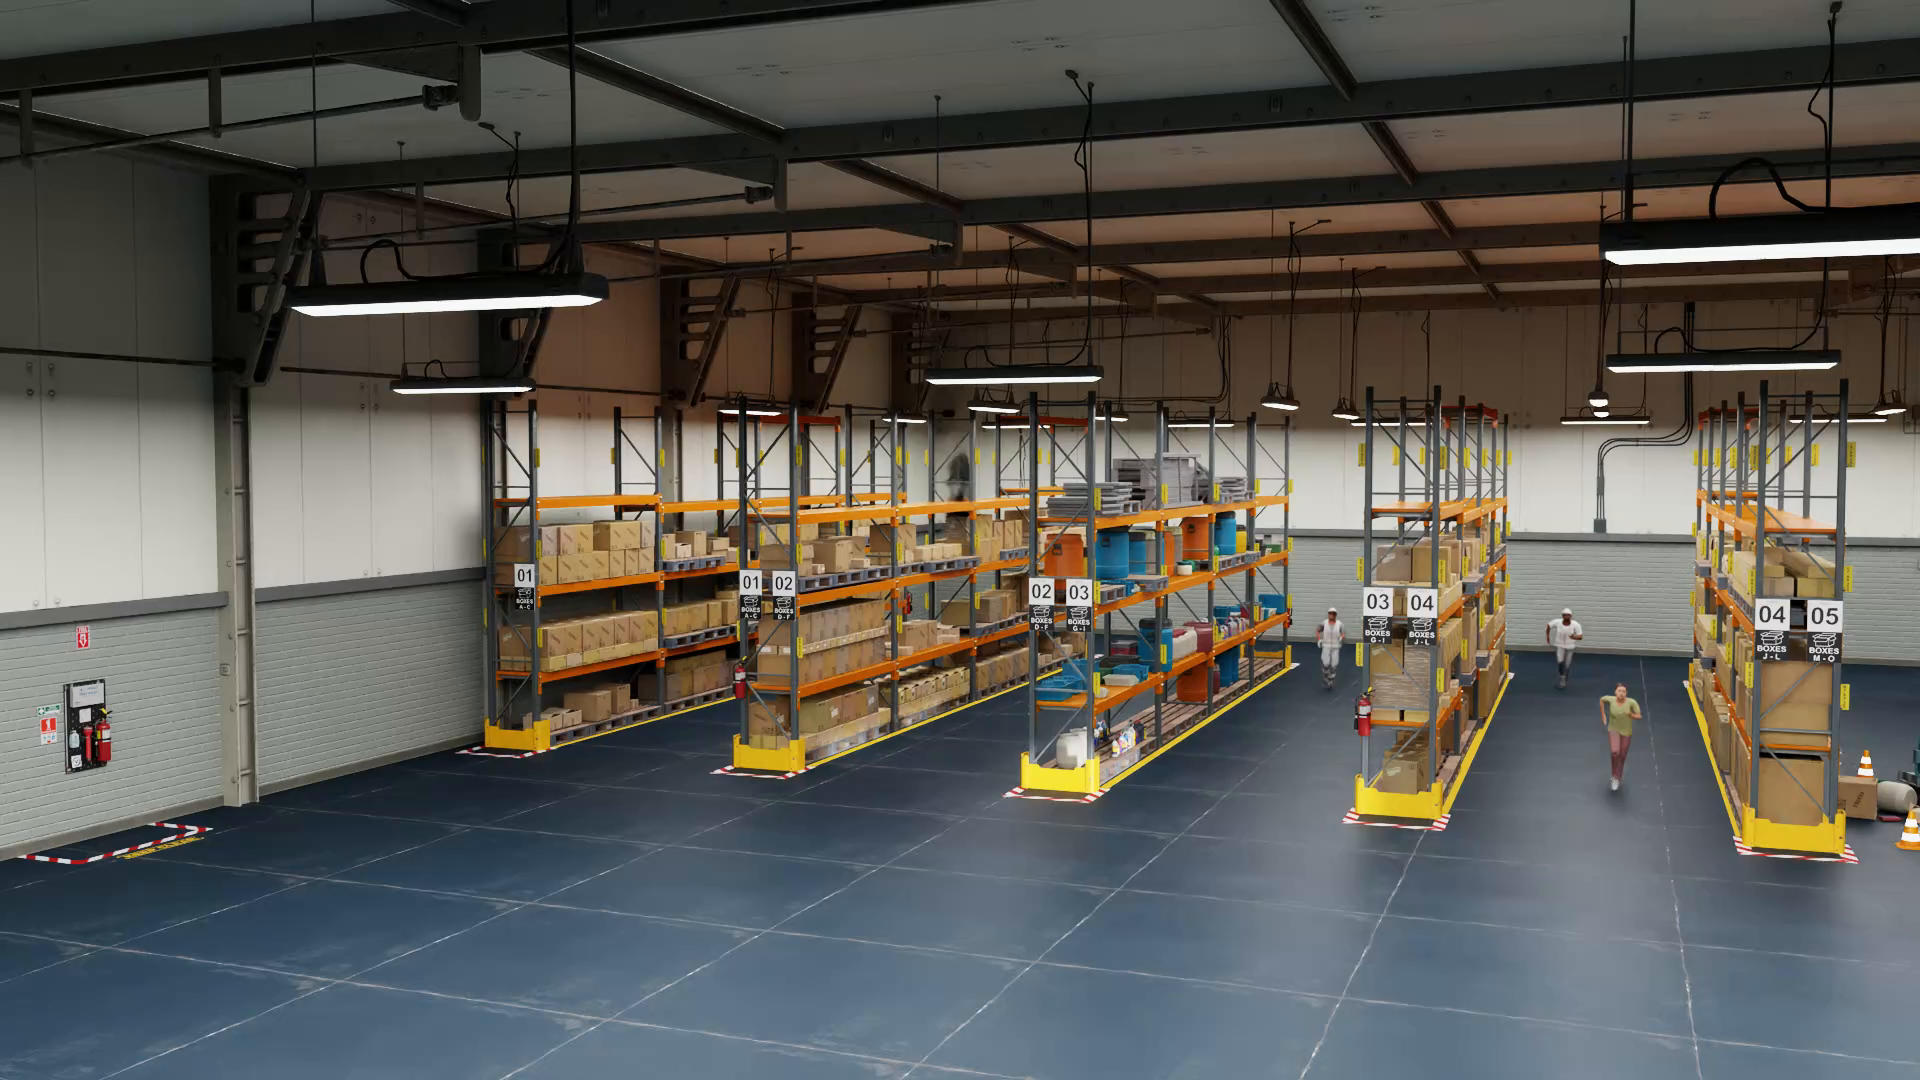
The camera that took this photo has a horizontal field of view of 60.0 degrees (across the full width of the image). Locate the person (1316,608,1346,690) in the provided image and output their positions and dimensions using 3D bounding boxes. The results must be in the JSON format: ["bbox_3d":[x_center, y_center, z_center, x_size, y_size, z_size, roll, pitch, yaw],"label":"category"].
[{"bbox_3d":[8.005,2.346,35.870,0.633,1.773,0.674,0,3,8],"label":"person"}]

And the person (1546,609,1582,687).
[{"bbox_3d":[13.120,2.337,36.111,0.739,1.715,0.786,1,3,20],"label":"person"}]

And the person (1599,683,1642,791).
[{"bbox_3d":[9.966,2.940,25.126,0.570,1.630,0.881,1,3,14],"label":"person"}]
